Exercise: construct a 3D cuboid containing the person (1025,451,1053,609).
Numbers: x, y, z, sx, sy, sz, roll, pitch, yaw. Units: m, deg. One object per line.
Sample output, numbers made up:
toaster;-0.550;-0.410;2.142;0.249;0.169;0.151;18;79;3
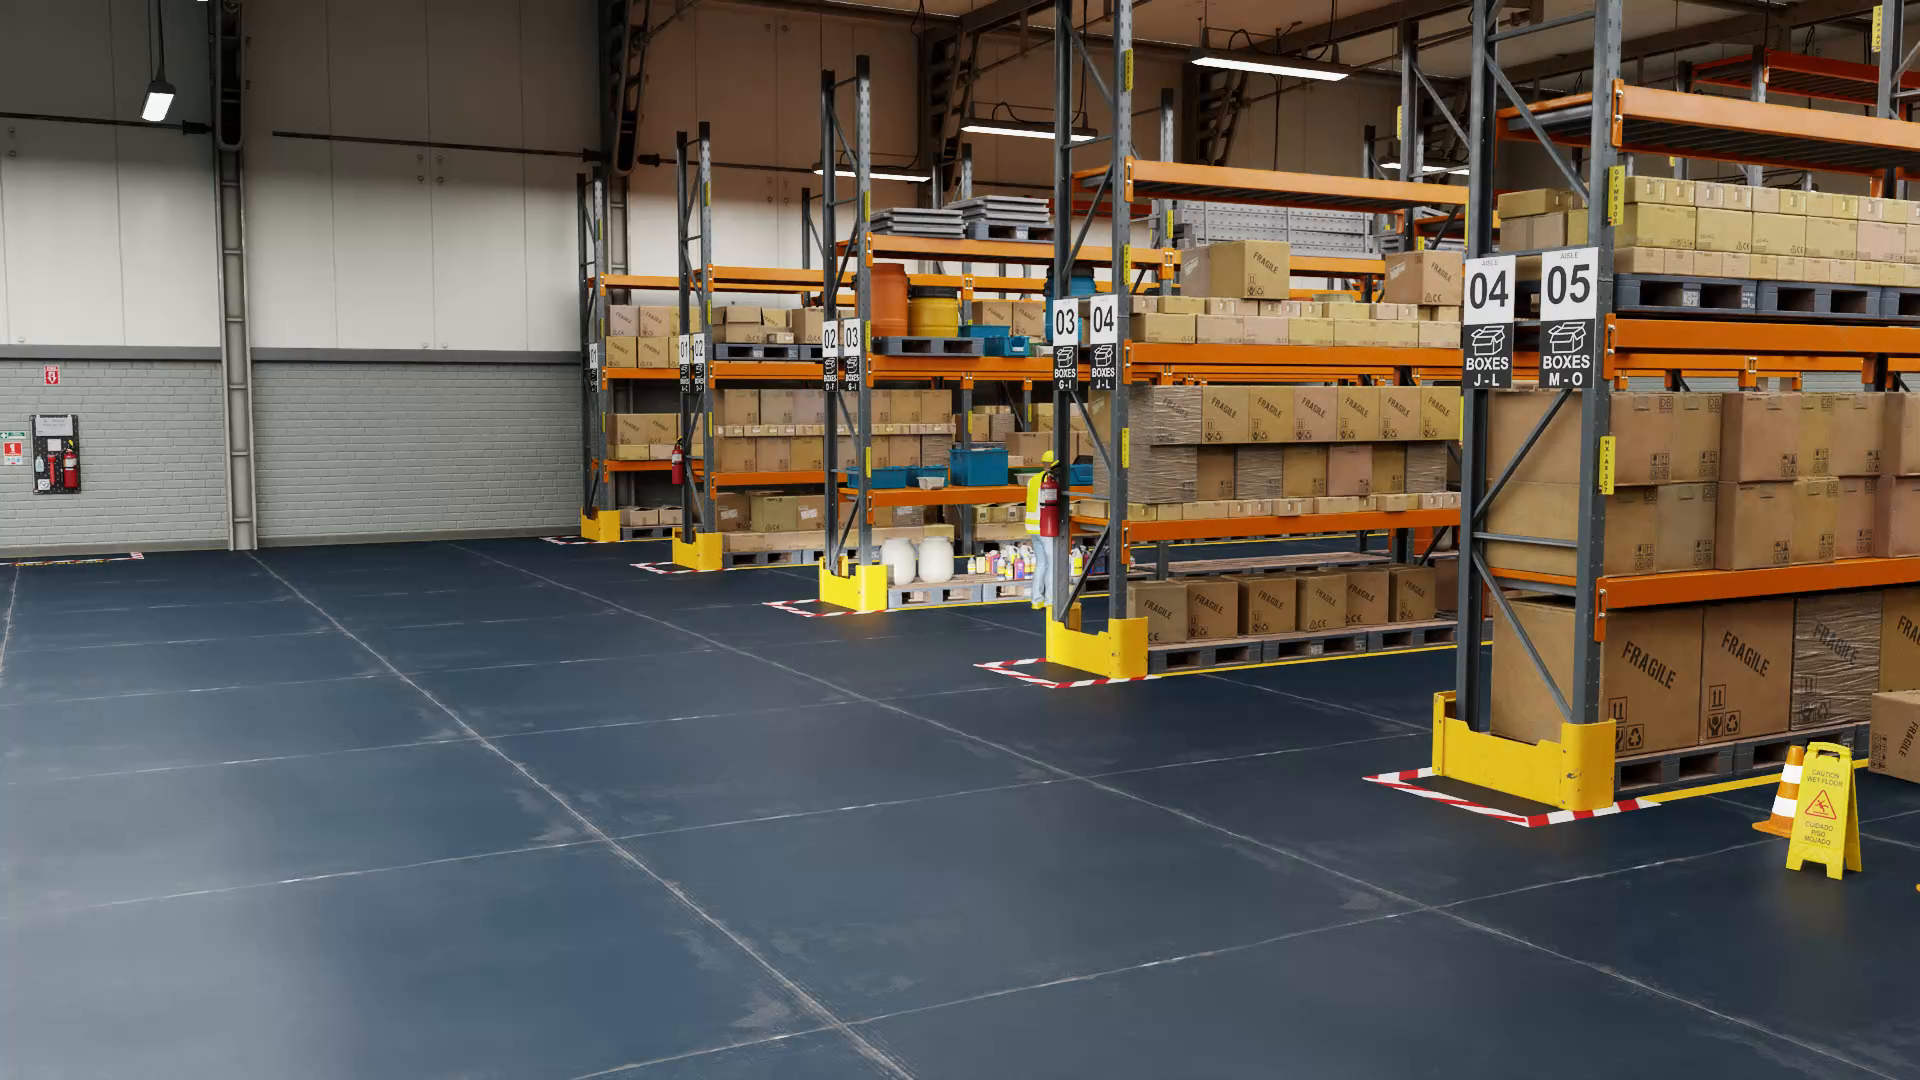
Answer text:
person;0.973;-0.106;18.369;0.459;1.760;0.627;-3;6;-28
